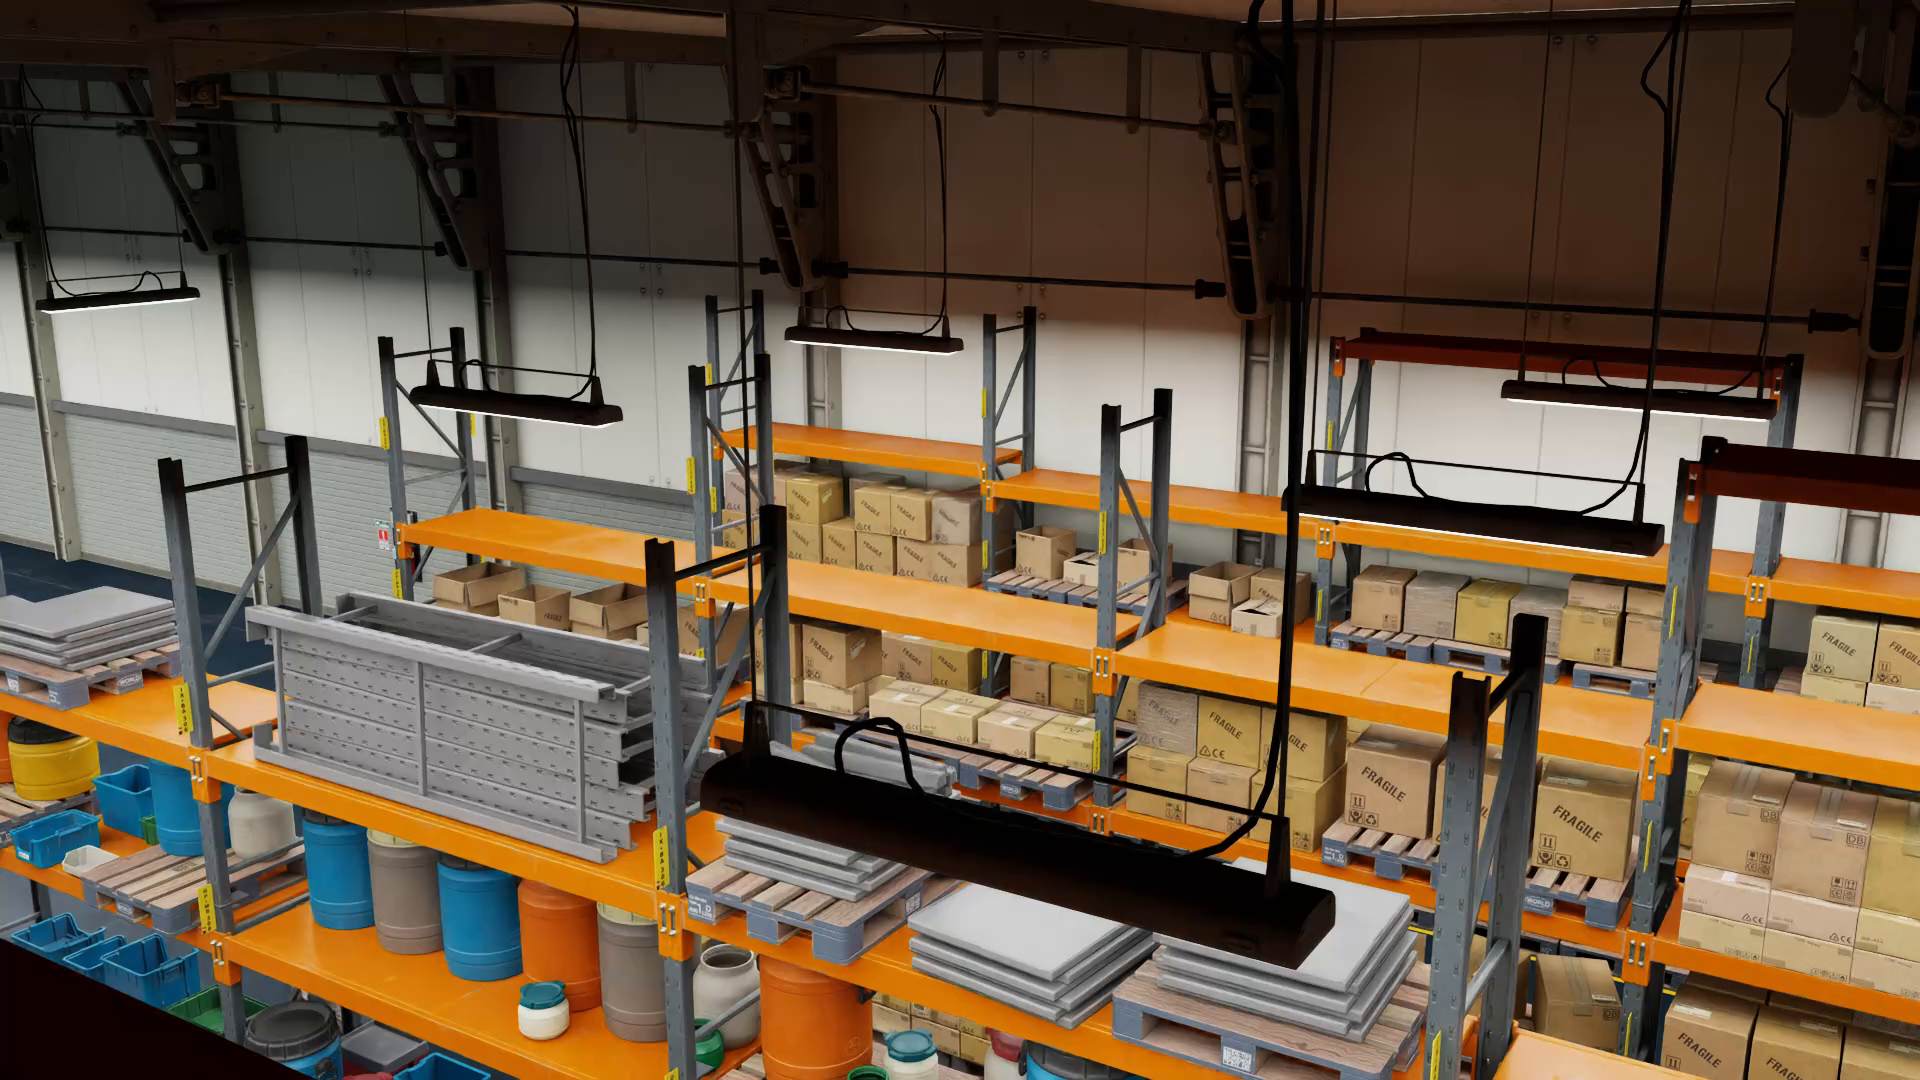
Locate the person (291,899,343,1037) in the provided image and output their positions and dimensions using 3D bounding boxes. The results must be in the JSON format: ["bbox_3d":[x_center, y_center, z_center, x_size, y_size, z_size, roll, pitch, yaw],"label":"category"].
[{"bbox_3d":[-5.712,3.759,14.572,1.041,1.627,0.498,10,17,35],"label":"person"}]
